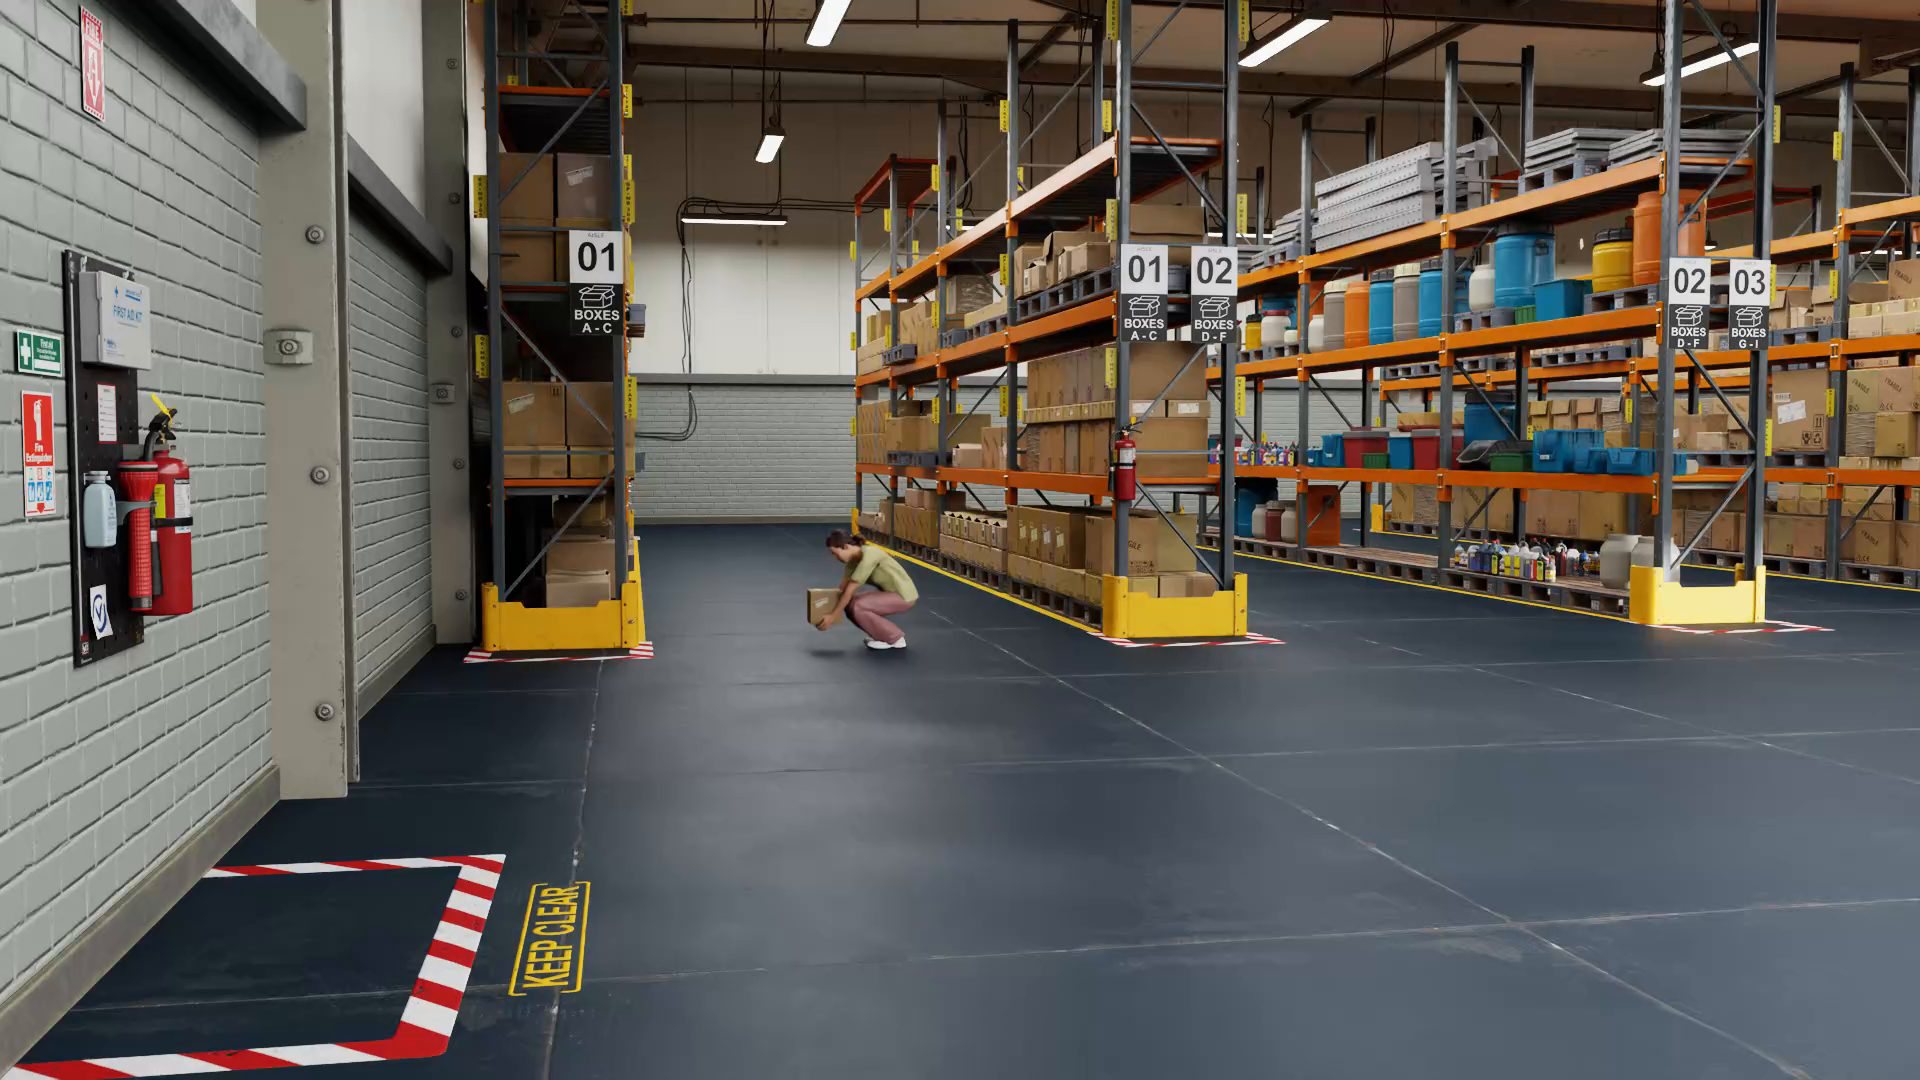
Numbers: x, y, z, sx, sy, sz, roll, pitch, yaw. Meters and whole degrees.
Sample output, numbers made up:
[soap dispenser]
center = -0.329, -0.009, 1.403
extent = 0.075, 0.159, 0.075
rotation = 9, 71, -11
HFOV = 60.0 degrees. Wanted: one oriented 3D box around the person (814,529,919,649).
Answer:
[person]
center = -0.721, 0.373, 12.875
extent = 0.800, 0.931, 0.485
rotation = -1, 3, -11
